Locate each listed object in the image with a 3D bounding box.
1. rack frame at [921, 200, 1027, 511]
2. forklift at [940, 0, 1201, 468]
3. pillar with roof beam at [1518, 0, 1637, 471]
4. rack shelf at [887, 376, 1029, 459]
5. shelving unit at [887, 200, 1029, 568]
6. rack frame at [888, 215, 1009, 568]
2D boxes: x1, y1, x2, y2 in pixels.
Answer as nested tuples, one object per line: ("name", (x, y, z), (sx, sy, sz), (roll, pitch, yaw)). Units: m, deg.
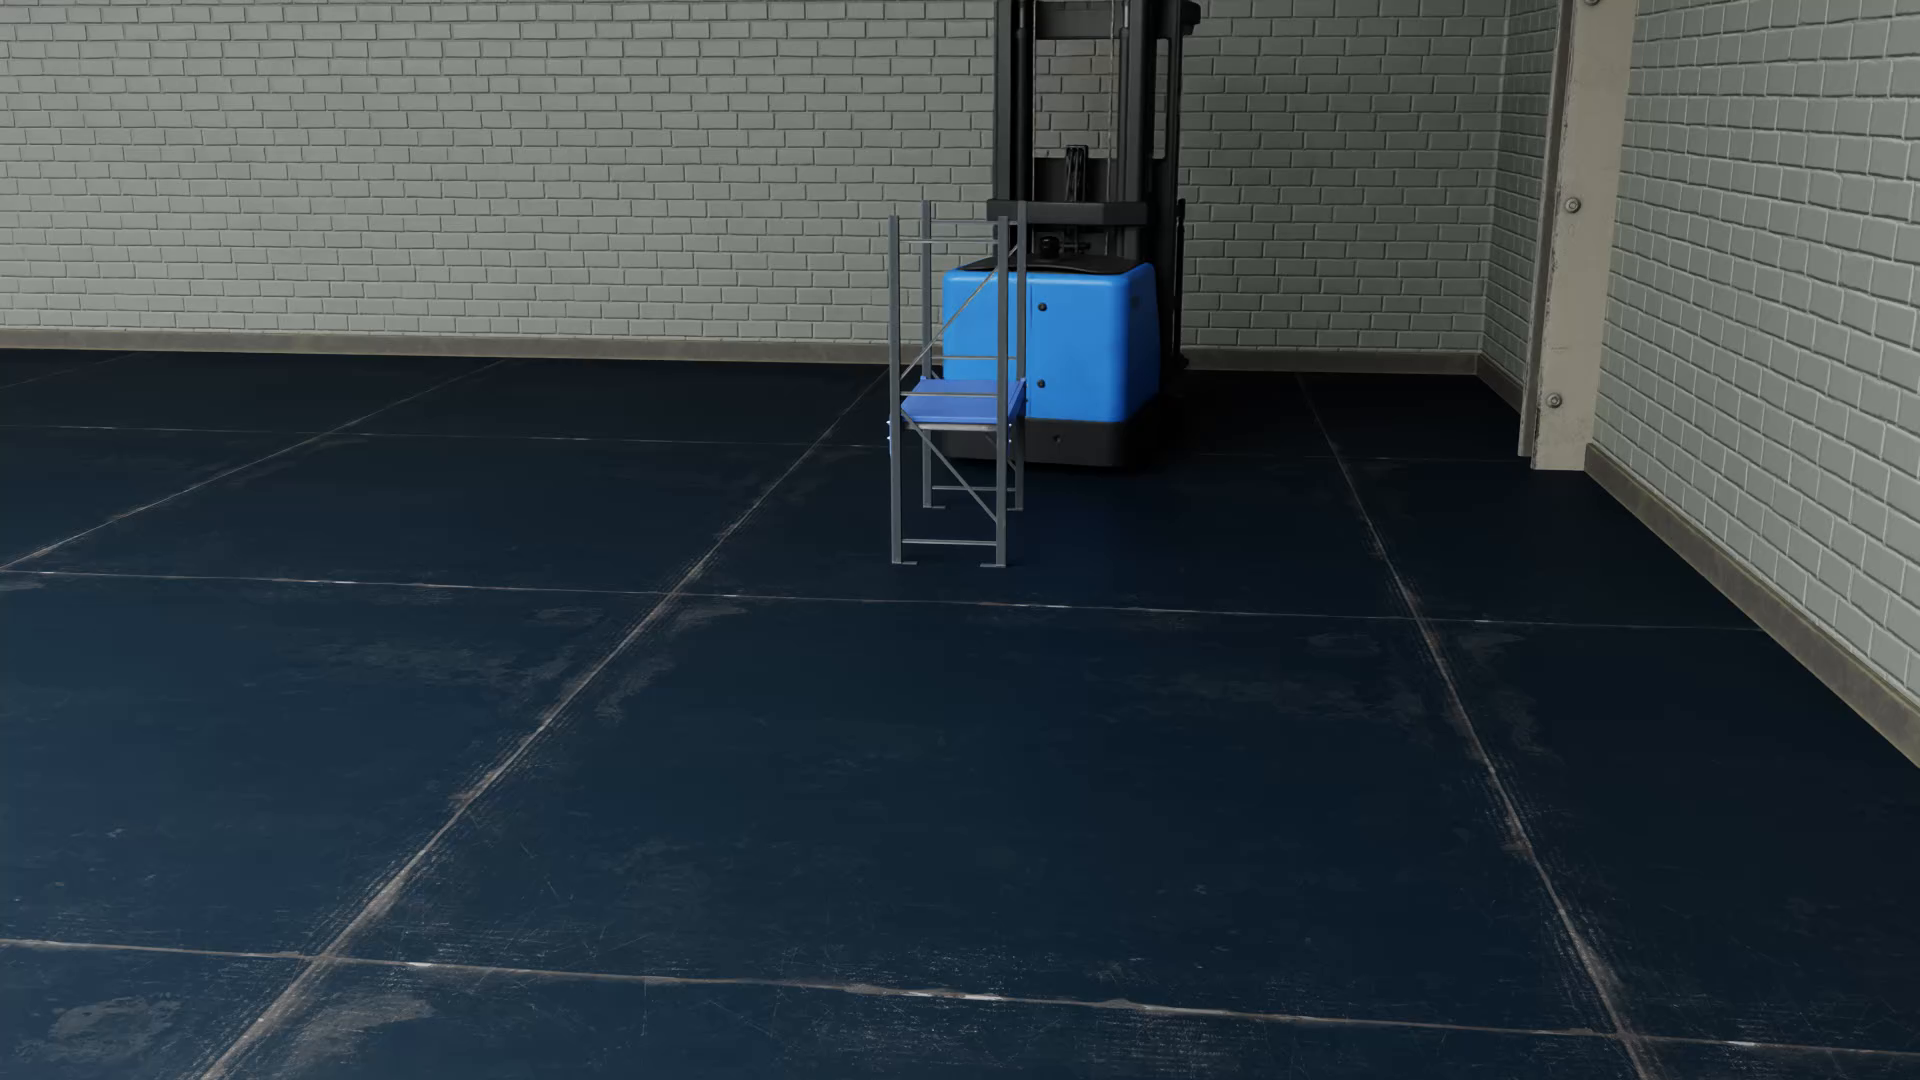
("rack frame", (0.067, -0.878, 8.036), (0.500, 1.500, 0.032), (2, 15, 6))
("forklift", (0.800, -2.142, 9.968), (1.130, 2.935, 3.031), (4, 16, 16))
("pillar with roof beam", (-0.971, -4.905, 8.562), (9.100, 9.000, 0.400), (2, 15, 6))
("rack shelf", (0.010, -0.572, 7.595), (0.538, 0.185, 1.000), (2, 15, 6))
("shelving unit", (0.010, -0.746, 7.548), (0.538, 1.500, 1.048), (2, 15, 6))
("rack frame", (-0.048, -0.614, 7.061), (0.500, 1.500, 0.032), (2, 15, 6))
